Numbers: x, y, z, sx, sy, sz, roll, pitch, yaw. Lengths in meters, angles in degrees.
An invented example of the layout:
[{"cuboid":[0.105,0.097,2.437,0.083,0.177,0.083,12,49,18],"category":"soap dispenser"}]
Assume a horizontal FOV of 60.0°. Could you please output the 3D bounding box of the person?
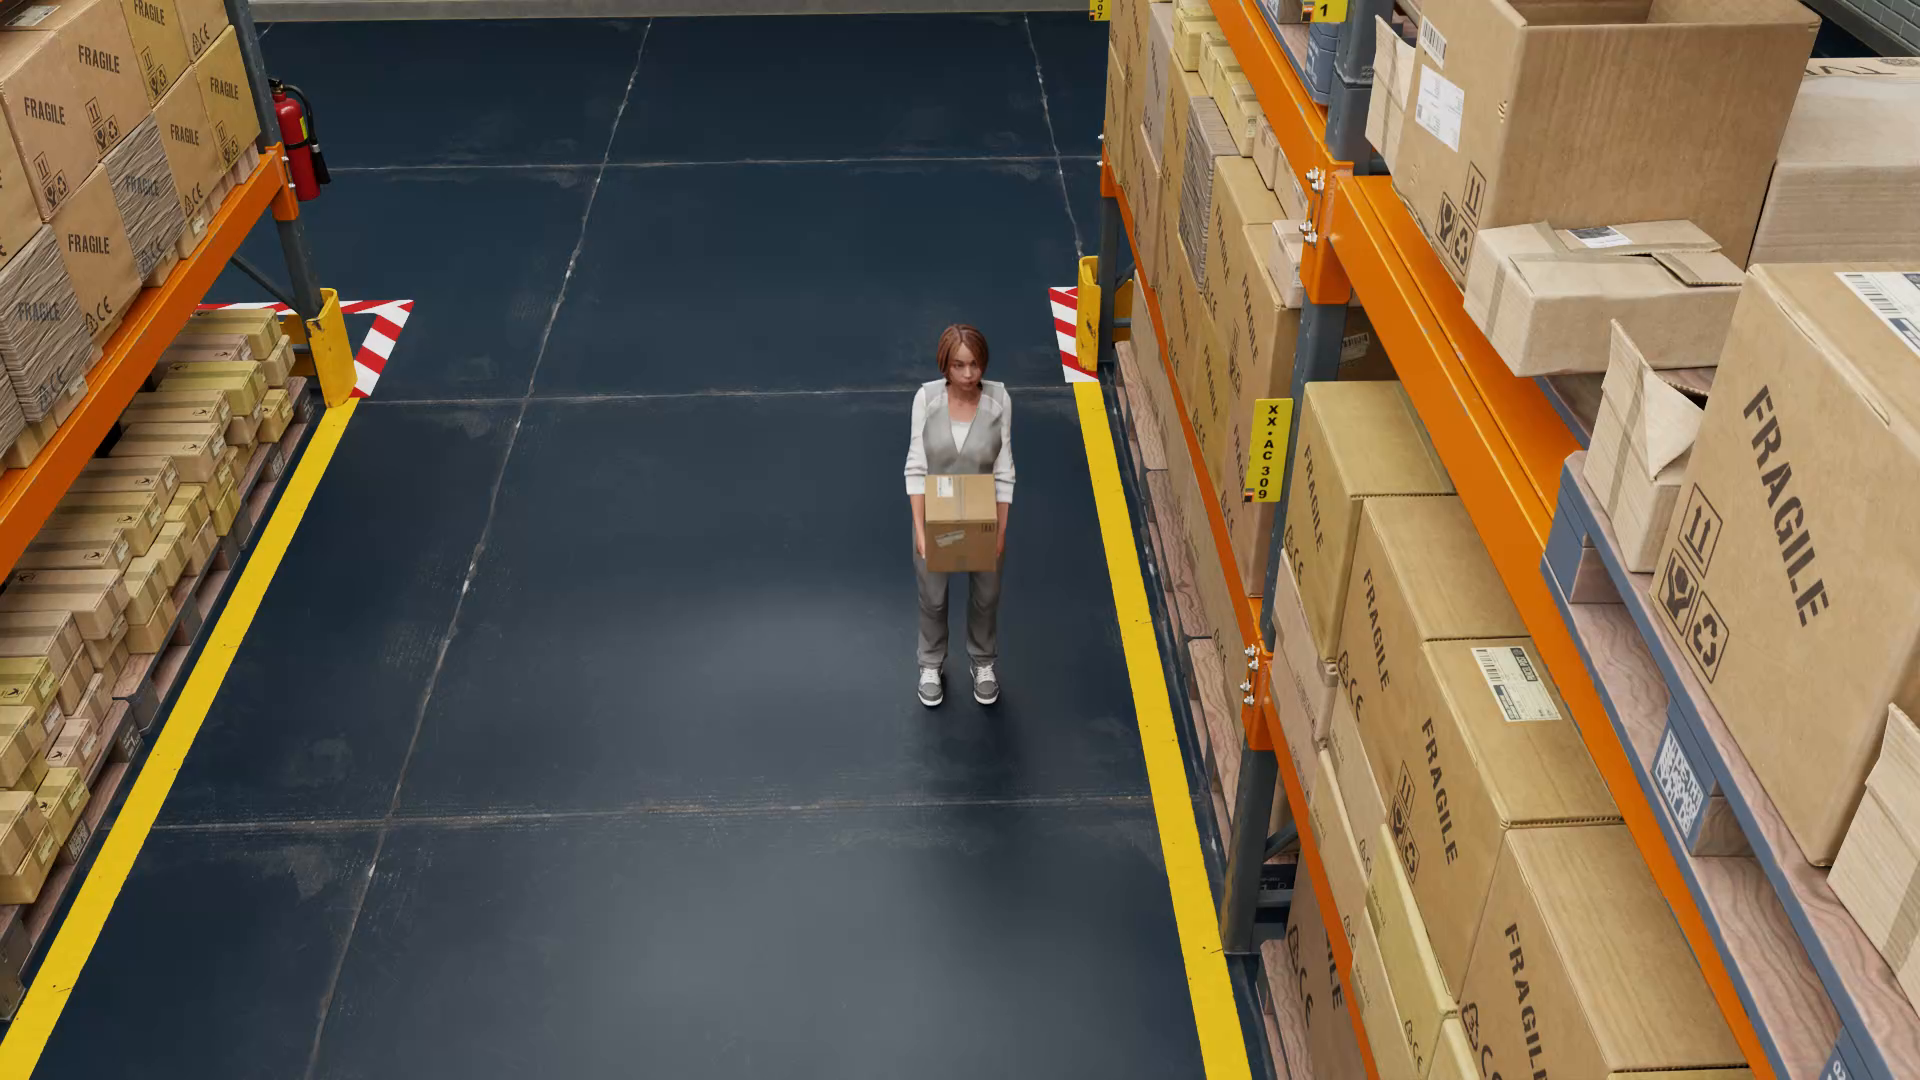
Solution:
[{"cuboid":[0.001,-0.024,6.194,0.404,1.590,0.492,-1,36,-1],"category":"person"}]
